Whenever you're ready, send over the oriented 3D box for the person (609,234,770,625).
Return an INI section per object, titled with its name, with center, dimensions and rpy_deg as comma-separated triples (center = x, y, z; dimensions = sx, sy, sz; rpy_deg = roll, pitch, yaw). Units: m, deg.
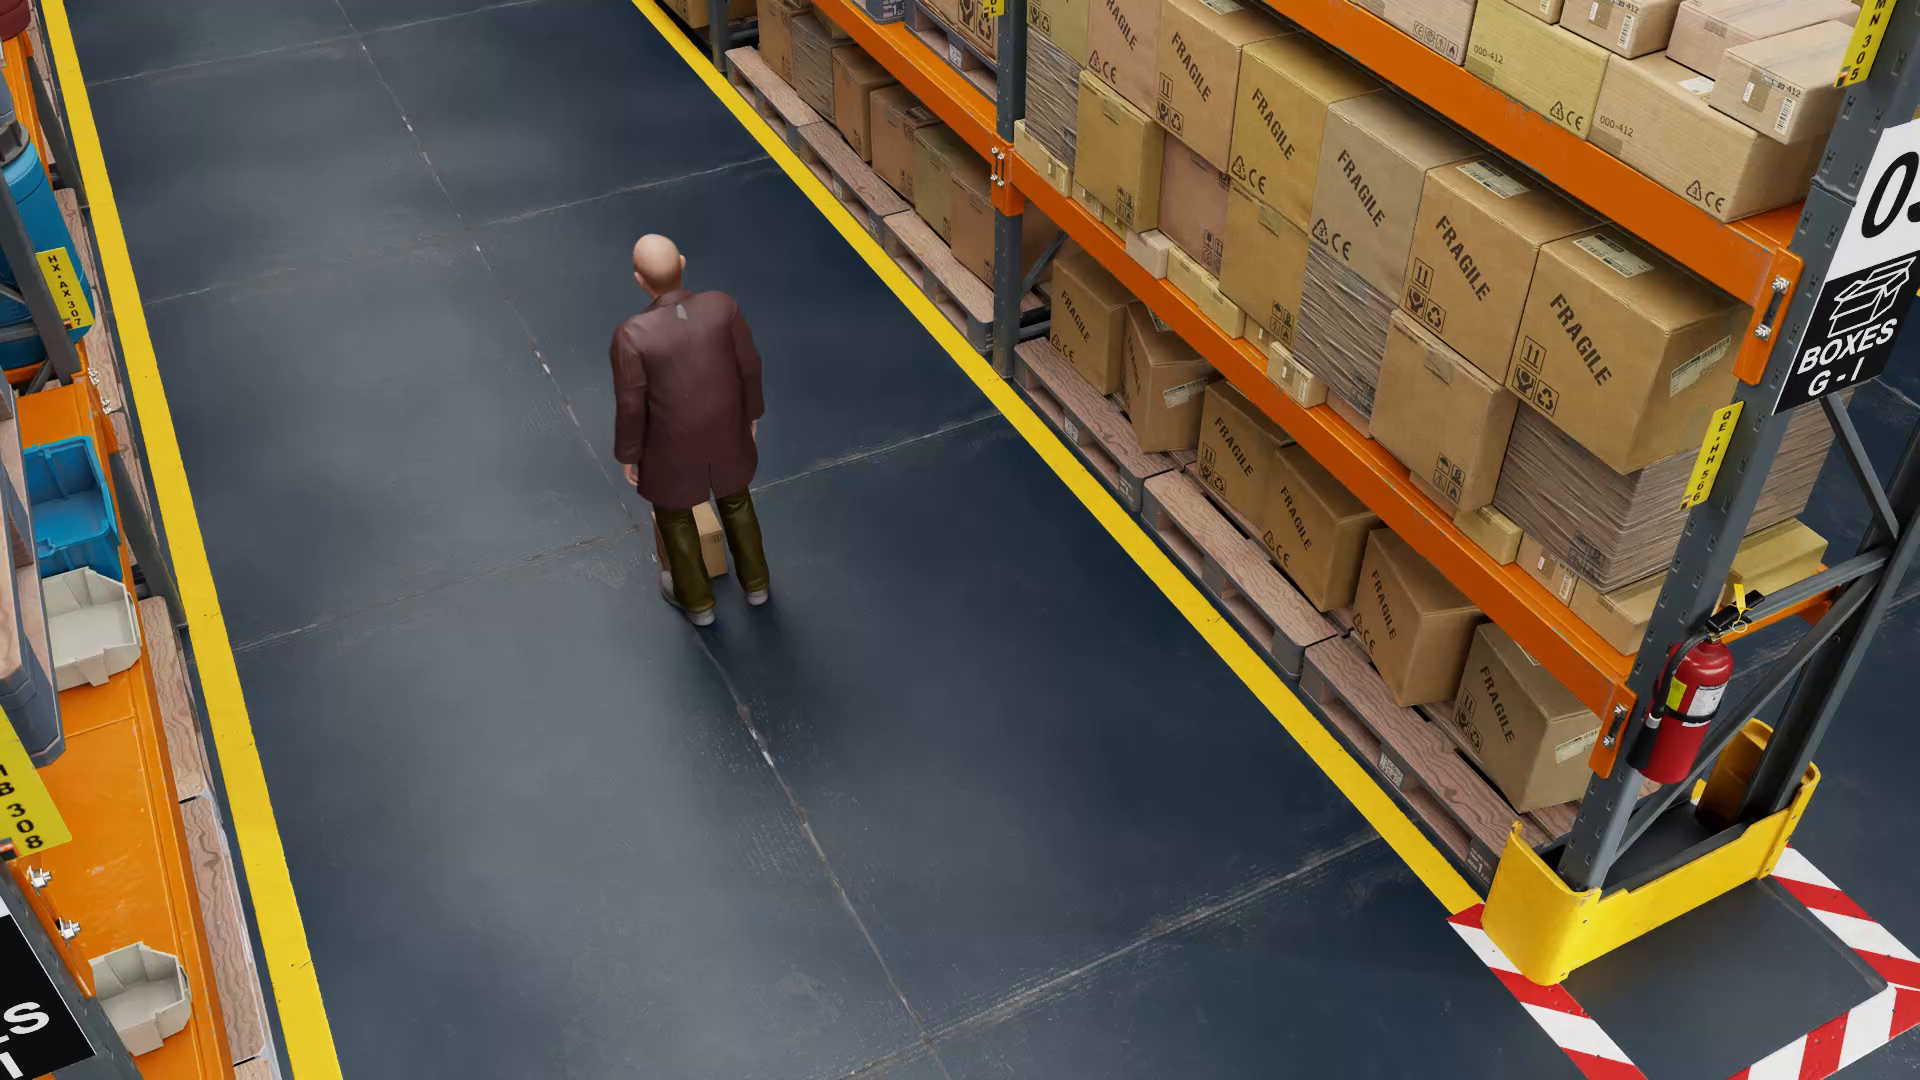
[person]
center = -1.079, -0.419, 6.658
dimensions = 0.646, 1.772, 0.429
rpy_deg = -21, 45, -23
